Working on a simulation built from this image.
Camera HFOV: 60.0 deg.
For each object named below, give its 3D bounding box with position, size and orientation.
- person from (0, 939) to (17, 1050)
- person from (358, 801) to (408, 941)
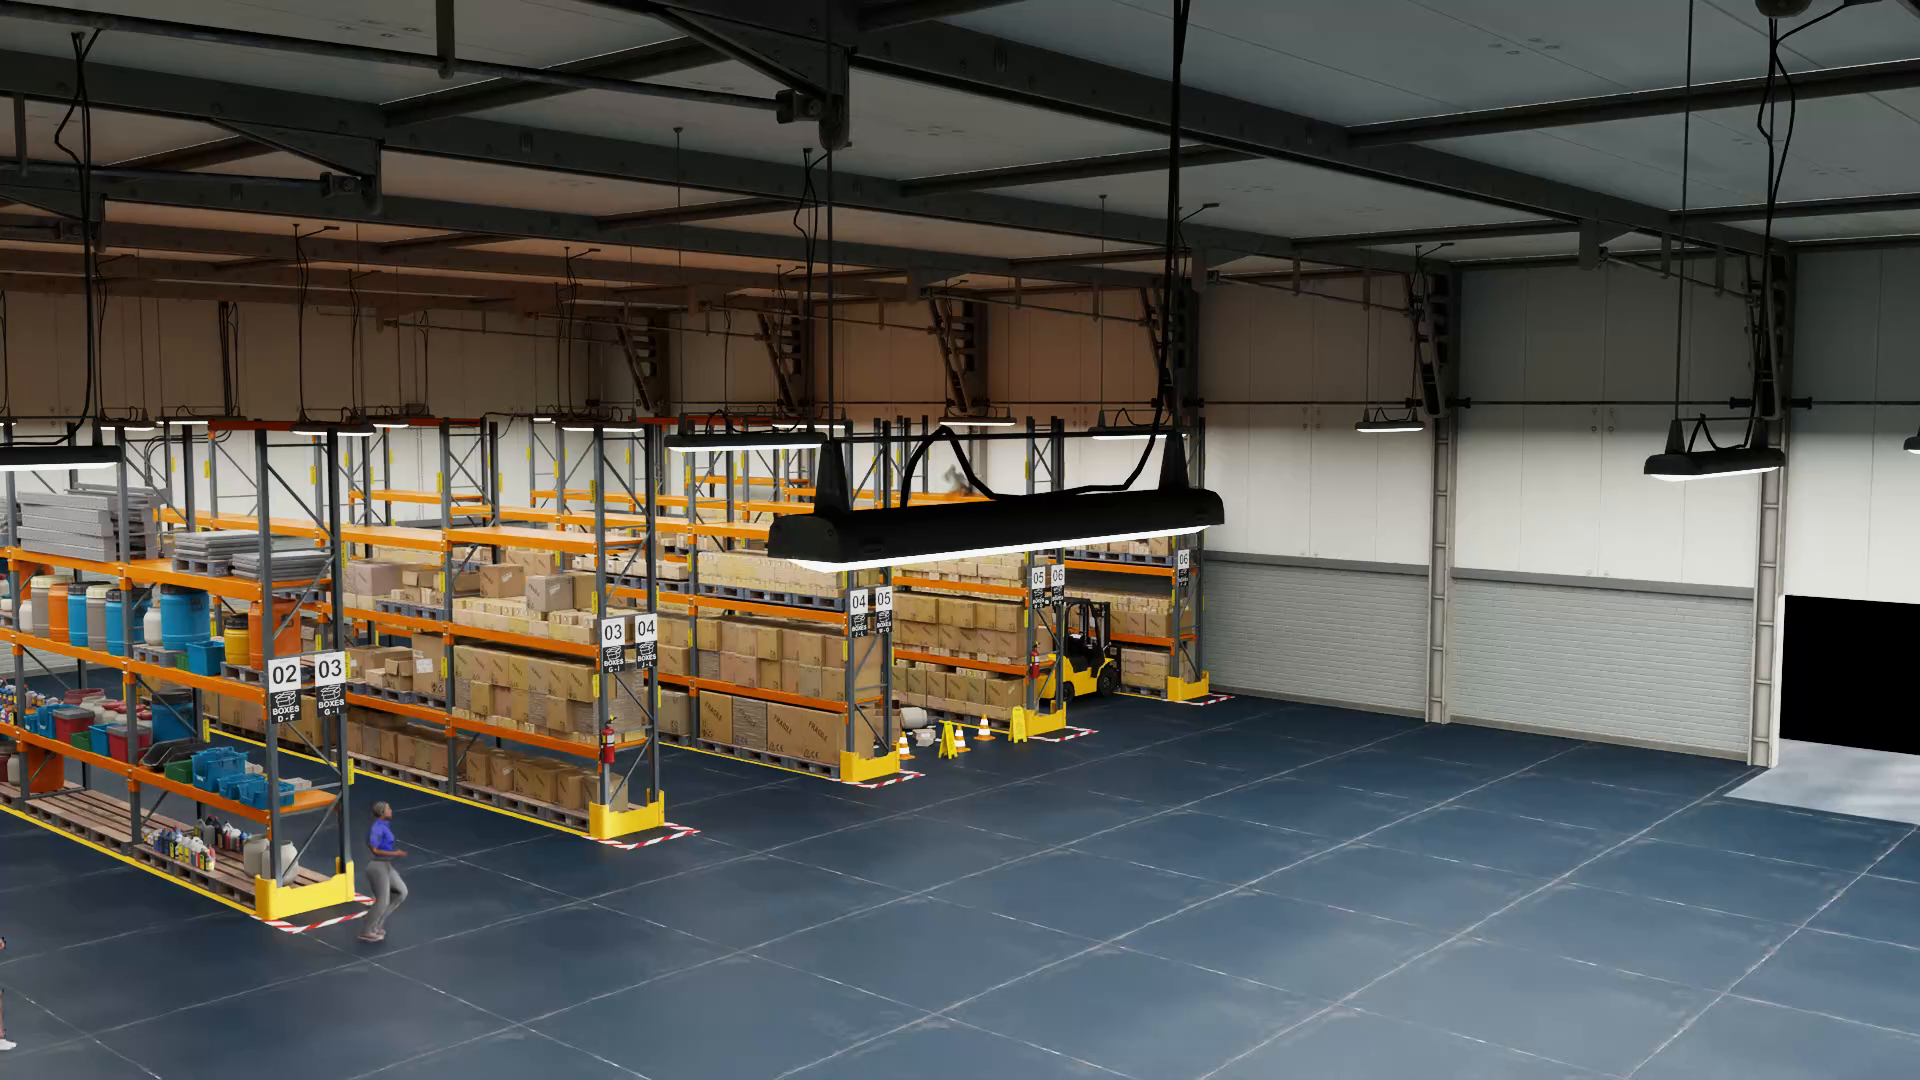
[{"bbox_3d":[-9.682,4.150,16.227,0.826,1.691,0.576,-1,5,-9],"label":"person"},{"bbox_3d":[-6.817,3.889,19.696,0.578,1.597,0.573,-1,5,-9],"label":"person"}]
